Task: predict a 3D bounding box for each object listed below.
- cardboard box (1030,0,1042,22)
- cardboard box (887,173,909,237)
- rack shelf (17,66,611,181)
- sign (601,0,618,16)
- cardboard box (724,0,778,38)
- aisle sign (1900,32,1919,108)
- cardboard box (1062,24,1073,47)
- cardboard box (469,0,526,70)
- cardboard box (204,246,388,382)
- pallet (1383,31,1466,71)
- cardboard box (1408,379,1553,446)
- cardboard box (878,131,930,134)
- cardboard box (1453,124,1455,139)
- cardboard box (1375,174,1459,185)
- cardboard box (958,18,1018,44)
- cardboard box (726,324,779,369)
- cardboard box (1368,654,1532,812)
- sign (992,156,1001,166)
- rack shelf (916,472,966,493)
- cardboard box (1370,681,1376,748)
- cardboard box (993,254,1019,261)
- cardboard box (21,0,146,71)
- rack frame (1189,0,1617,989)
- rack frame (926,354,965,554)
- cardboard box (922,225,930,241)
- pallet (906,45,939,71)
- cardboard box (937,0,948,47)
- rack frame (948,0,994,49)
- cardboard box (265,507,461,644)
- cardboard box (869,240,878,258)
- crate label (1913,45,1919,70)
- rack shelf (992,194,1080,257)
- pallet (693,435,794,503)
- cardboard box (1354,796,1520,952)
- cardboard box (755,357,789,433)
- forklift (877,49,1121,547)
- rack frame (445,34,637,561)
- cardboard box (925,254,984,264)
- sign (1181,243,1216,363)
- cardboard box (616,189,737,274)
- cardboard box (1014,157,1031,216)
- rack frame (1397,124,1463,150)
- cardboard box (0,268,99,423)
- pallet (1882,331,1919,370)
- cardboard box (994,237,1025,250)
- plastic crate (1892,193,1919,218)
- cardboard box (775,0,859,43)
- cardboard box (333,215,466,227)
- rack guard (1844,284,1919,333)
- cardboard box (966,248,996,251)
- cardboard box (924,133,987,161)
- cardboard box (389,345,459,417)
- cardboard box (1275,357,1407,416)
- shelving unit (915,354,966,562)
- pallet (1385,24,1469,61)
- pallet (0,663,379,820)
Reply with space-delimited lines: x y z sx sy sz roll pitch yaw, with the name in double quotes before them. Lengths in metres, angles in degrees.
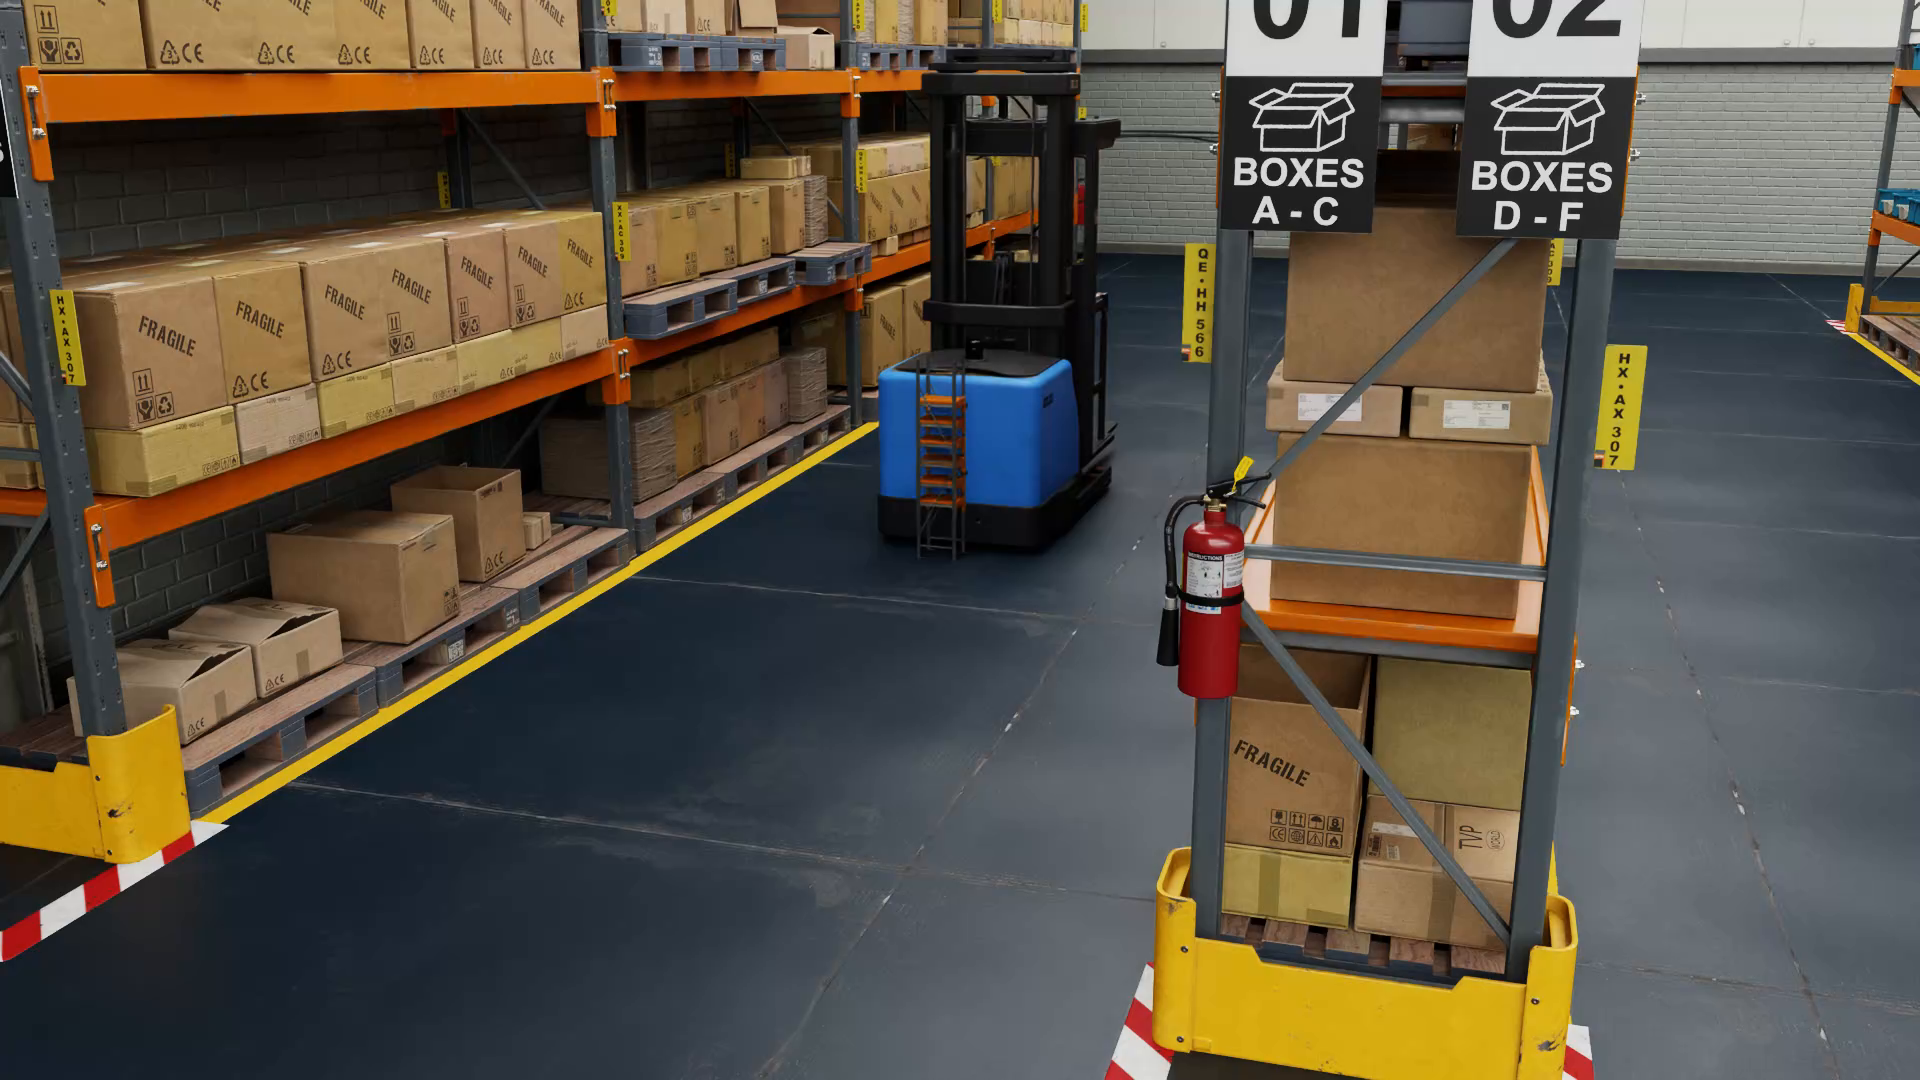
"cardboard box" 0.586 -5.867 17.967 0.500 0.500 0.500 5 17 16
"cardboard box" -0.756 -2.853 14.127 0.500 0.500 0.500 5 17 18
"rack shelf" -3.002 -1.936 7.480 1.077 0.370 4.000 5 16 16
"sign" -1.912 -3.014 9.015 0.100 0.325 0.005 5 16 16
"cardboard box" -1.754 -3.579 11.729 0.797 0.503 0.637 7 17 24
"aisle sign" 10.211 -5.026 17.789 0.394 0.787 0.004 5 16 16
"cardboard box" 1.023 -5.911 19.496 0.500 0.250 0.500 5 17 18
"cardboard box" -2.496 -2.581 8.214 0.500 0.500 0.500 3 16 11
"cardboard box" -2.844 -0.979 7.148 0.500 0.500 0.500 4 16 14
"pallet" 2.555 -2.562 8.719 0.805 0.209 1.217 4 16 14
"cardboard box" 1.498 -0.379 4.796 0.380 0.149 0.250 5 16 15
"cardboard box" -0.541 -3.917 16.502 0.500 0.250 0.500 5 17 18
"cardboard box" 4.772 -4.020 16.989 0.500 0.500 0.500 5 17 16
"cardboard box" 1.627 -1.010 5.832 0.700 0.500 0.500 5 16 16
"cardboard box" 0.289 -5.237 17.120 0.500 0.250 0.500 5 16 16
"cardboard box" -1.674 -1.442 12.317 0.500 0.250 0.500 5 17 17
"cardboard box" 1.686 0.573 5.706 0.500 0.500 0.500 5 16 16
"sign" 0.363 -3.935 16.728 0.100 0.325 0.005 5 16 16
"rack shelf" -0.113 -0.323 9.871 0.258 0.103 0.180 5 17 17
"cardboard box" 1.464 0.631 6.875 0.500 0.250 0.500 5 16 16
"cardboard box" 0.423 -3.030 18.138 0.380 0.149 0.250 5 17 18
"cardboard box" -3.236 -1.885 5.761 0.500 0.500 0.500 5 17 17
"rack frame" 1.180 0.067 4.595 1.000 3.000 0.127 5 16 16
"rack frame" -0.085 -0.505 9.910 0.240 1.200 0.006 5 17 17
"cardboard box" -0.475 -2.836 15.255 0.380 0.149 0.250 5 17 18
"pallet" -0.850 -4.227 14.582 1.003 0.211 1.213 5 17 18
"cardboard box" -0.516 -4.937 15.750 0.700 0.500 0.500 4 16 13
"rack frame" -0.160 -6.342 16.196 1.000 3.000 0.127 5 16 16
"cardboard box" -2.869 0.164 8.030 0.700 0.500 0.500 4 16 12
"cardboard box" -0.902 -2.431 13.827 0.380 0.149 0.250 5 17 17
"crate label" 9.903 -4.889 16.844 0.408 0.251 0.502 5 16 16
"rack shelf" 0.408 -3.633 18.958 1.077 0.370 4.000 5 16 16
"pallet" -1.869 -0.545 11.864 1.003 0.211 1.213 5 16 16
"cardboard box" 1.546 1.065 5.347 0.500 0.250 0.500 5 16 16
"cardboard box" -1.710 -1.100 12.485 0.700 0.500 0.500 5 16 16
"forklift" 0.422 -1.730 11.057 1.130 2.935 3.031 5 17 17
"rack frame" -2.434 -1.362 9.636 1.000 3.000 0.127 5 16 16
"cardboard box" -0.221 -2.443 16.616 0.750 0.750 0.750 5 17 17
"sign" 0.664 -0.649 4.566 0.100 0.325 0.005 5 16 16
"cardboard box" -1.934 -2.073 11.152 0.700 0.500 0.500 7 17 24
"cardboard box" 0.222 -3.931 18.142 0.980 0.700 0.700 4 16 14
"rack frame" 4.590 -3.072 15.664 1.000 3.000 0.127 5 16 16
"cardboard box" -3.641 -0.754 6.354 0.500 0.500 0.500 4 16 15
"pallet" 9.855 -1.861 16.504 1.003 0.211 1.213 5 16 16
"cardboard box" 0.574 -3.538 19.929 0.380 0.149 0.250 5 16 16
"plastic crate" 9.902 -3.471 17.265 0.416 0.233 0.300 5 16 16
"cardboard box" -1.217 -4.241 13.297 0.700 0.500 0.500 3 16 12
"cardboard box" -2.918 -1.419 8.699 0.500 0.500 0.500 5 16 16
"rack guard" 10.469 -2.538 18.363 1.175 0.500 0.348 5 16 16
"cardboard box" 0.214 -3.205 18.755 0.380 0.149 0.250 5 17 16
"cardboard box" -0.048 -3.875 16.355 0.500 0.250 0.500 5 17 17
"cardboard box" -2.697 -0.758 7.744 0.500 0.250 0.500 5 17 16
"cardboard box" 1.179 -0.476 5.139 0.380 0.149 0.250 5 17 17
"shelving unit" -0.113 -0.481 9.826 0.258 1.200 0.189 5 17 17
"pallet" 2.099 -2.155 7.094 1.003 0.211 1.213 5 16 16
"pallet" -3.284 0.796 7.136 1.003 0.211 1.213 5 16 16
